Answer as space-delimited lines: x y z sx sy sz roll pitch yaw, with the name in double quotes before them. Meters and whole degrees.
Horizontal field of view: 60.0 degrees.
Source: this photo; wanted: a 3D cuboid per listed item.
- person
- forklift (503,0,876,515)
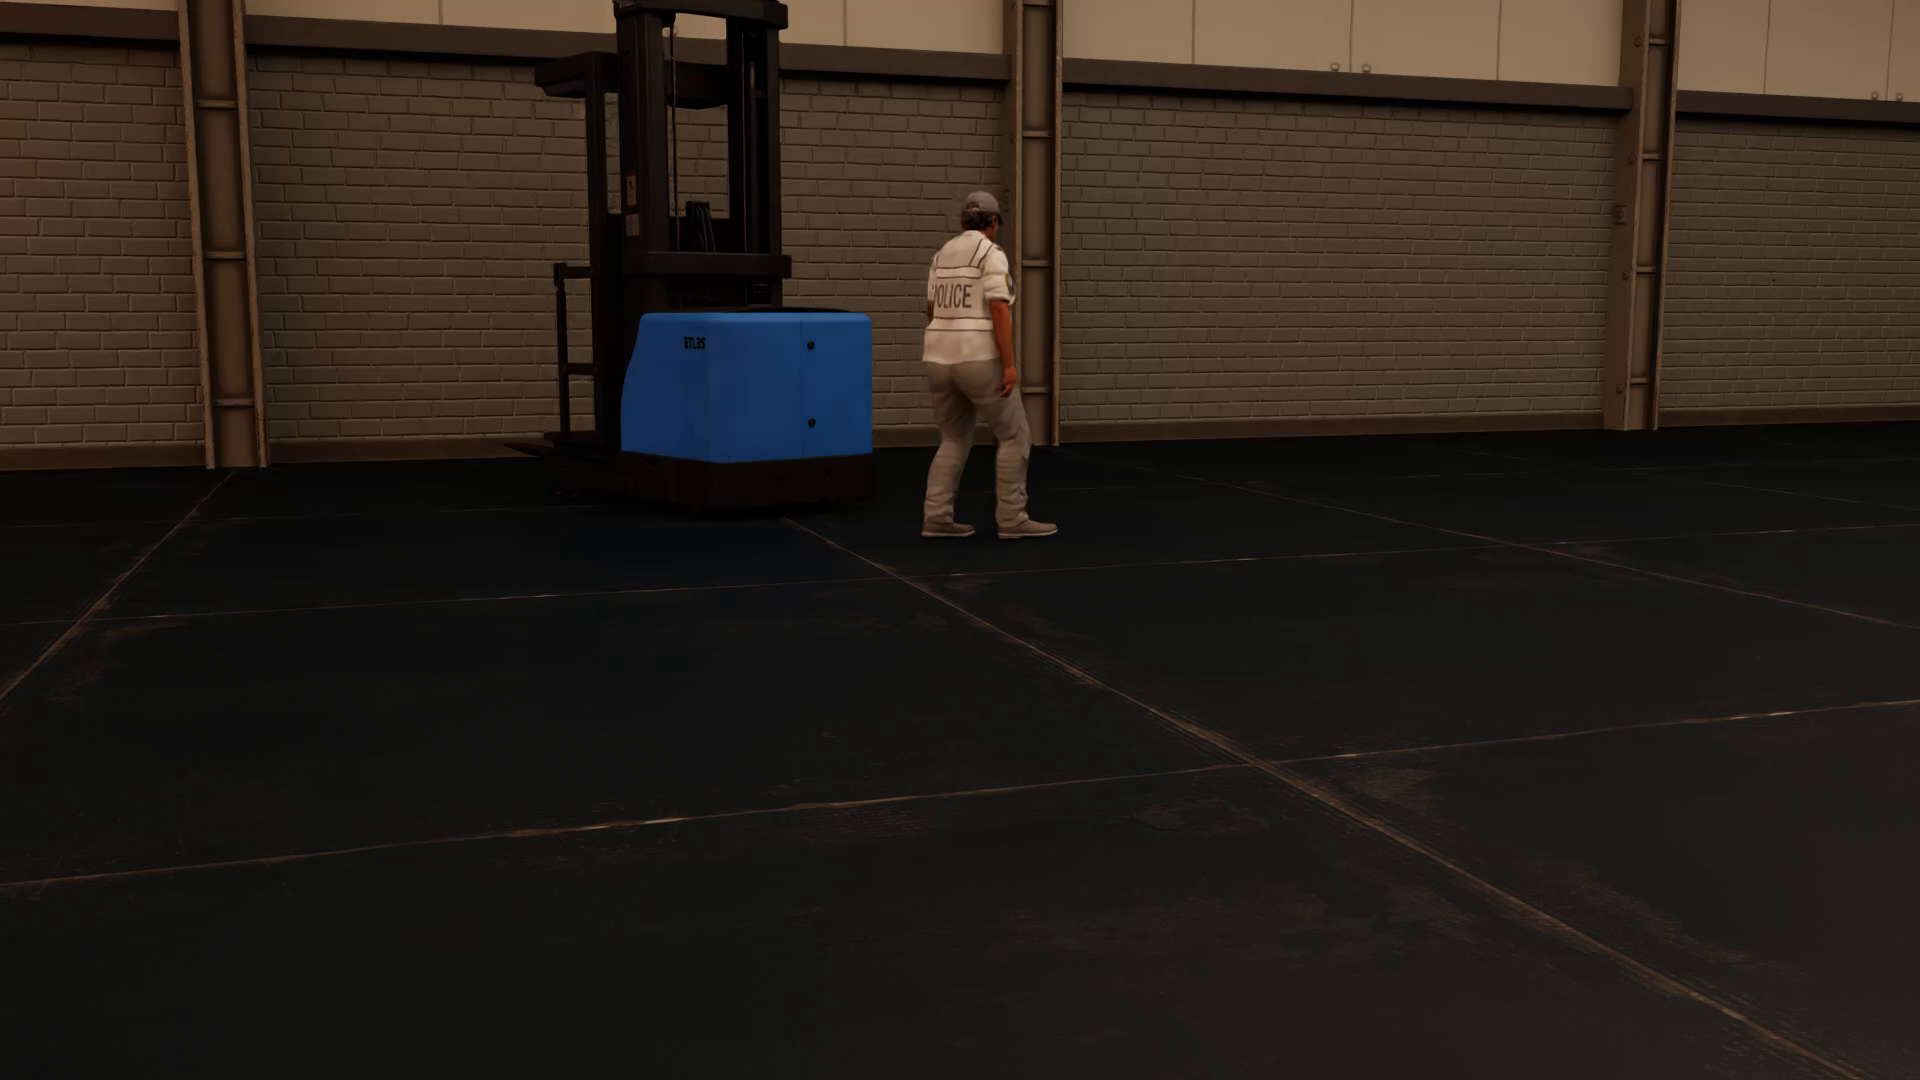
"person" 0.100 -0.830 7.937 0.557 1.645 0.605 -8 11 -44
"forklift" -1.785 -1.734 9.802 1.130 2.935 3.031 -6 10 -39
